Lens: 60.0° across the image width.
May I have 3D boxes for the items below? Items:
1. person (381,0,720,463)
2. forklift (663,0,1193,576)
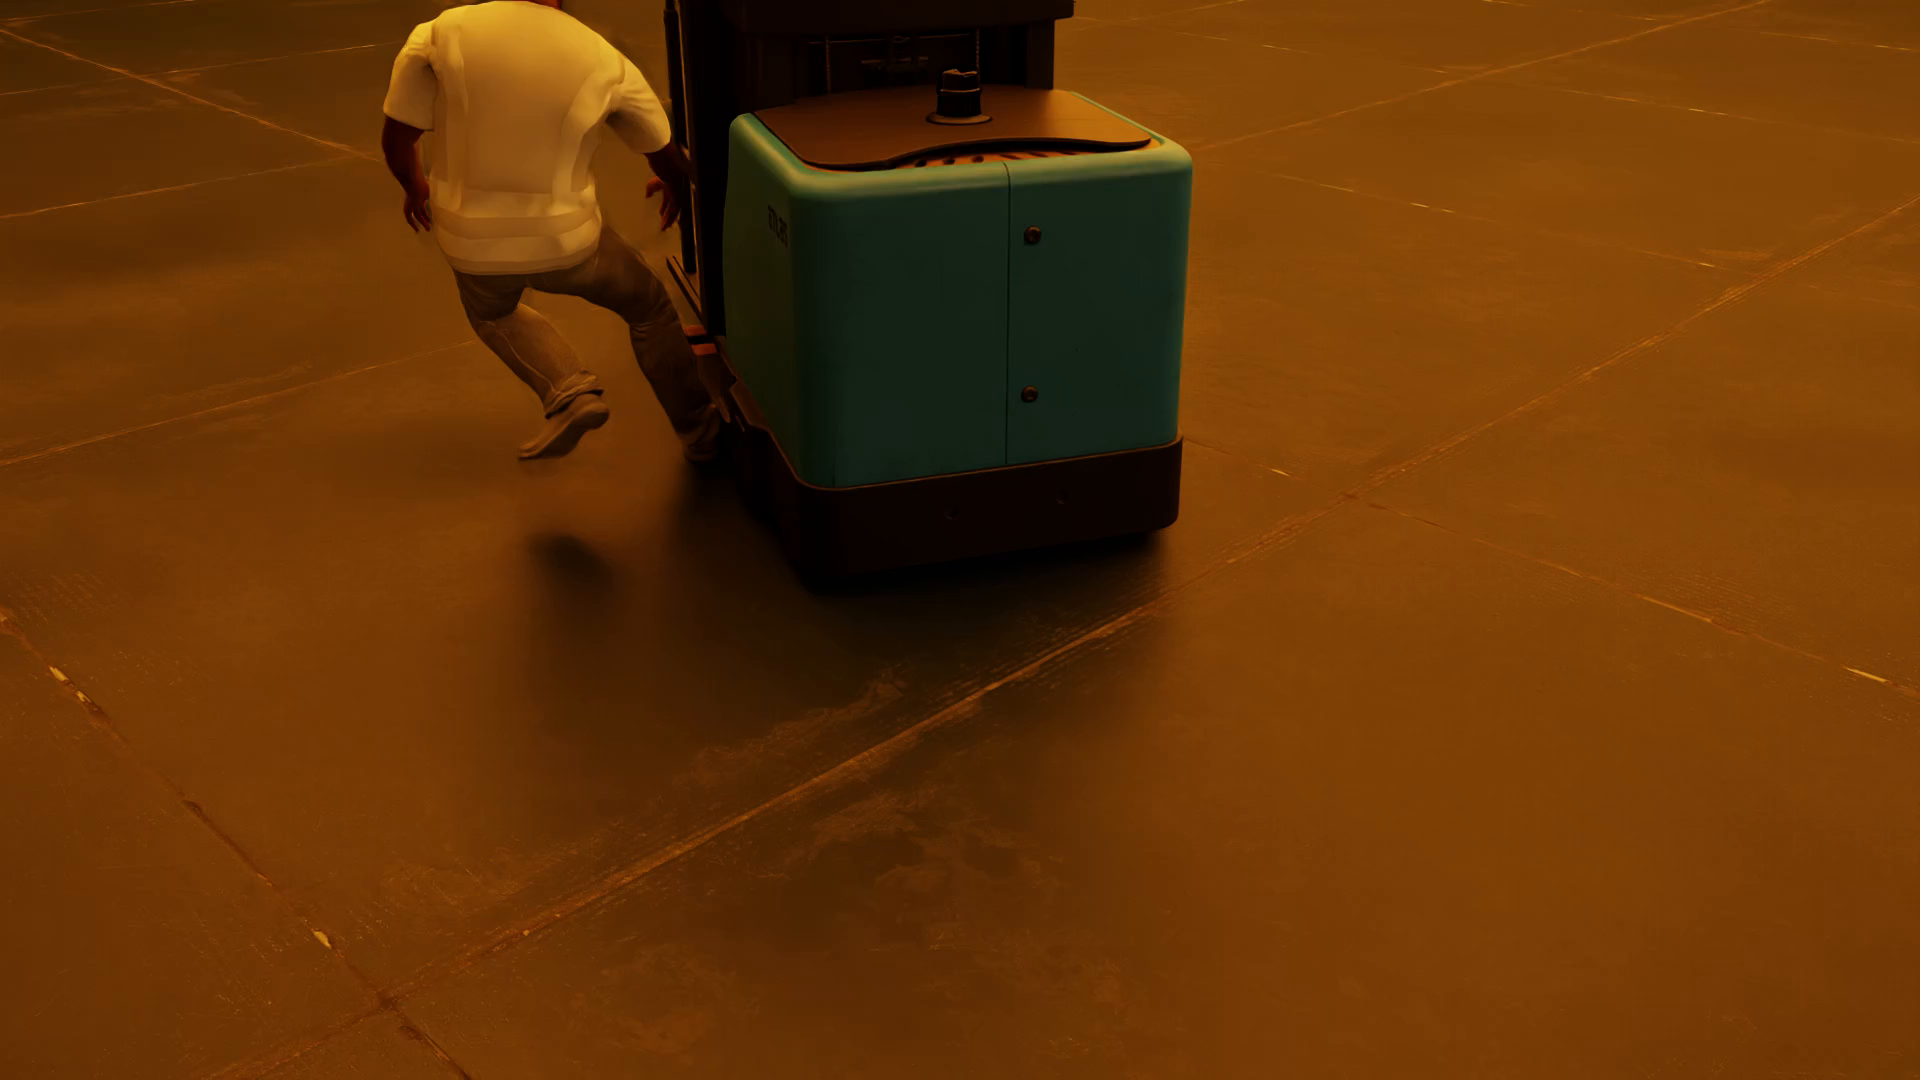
[{"bbox_3d":[-1.100,-0.909,4.522,0.804,1.621,0.693,-4,26,-8],"label":"person"},{"bbox_3d":[-0.351,-1.852,4.991,1.130,2.935,3.031,-8,27,-16],"label":"forklift"}]
